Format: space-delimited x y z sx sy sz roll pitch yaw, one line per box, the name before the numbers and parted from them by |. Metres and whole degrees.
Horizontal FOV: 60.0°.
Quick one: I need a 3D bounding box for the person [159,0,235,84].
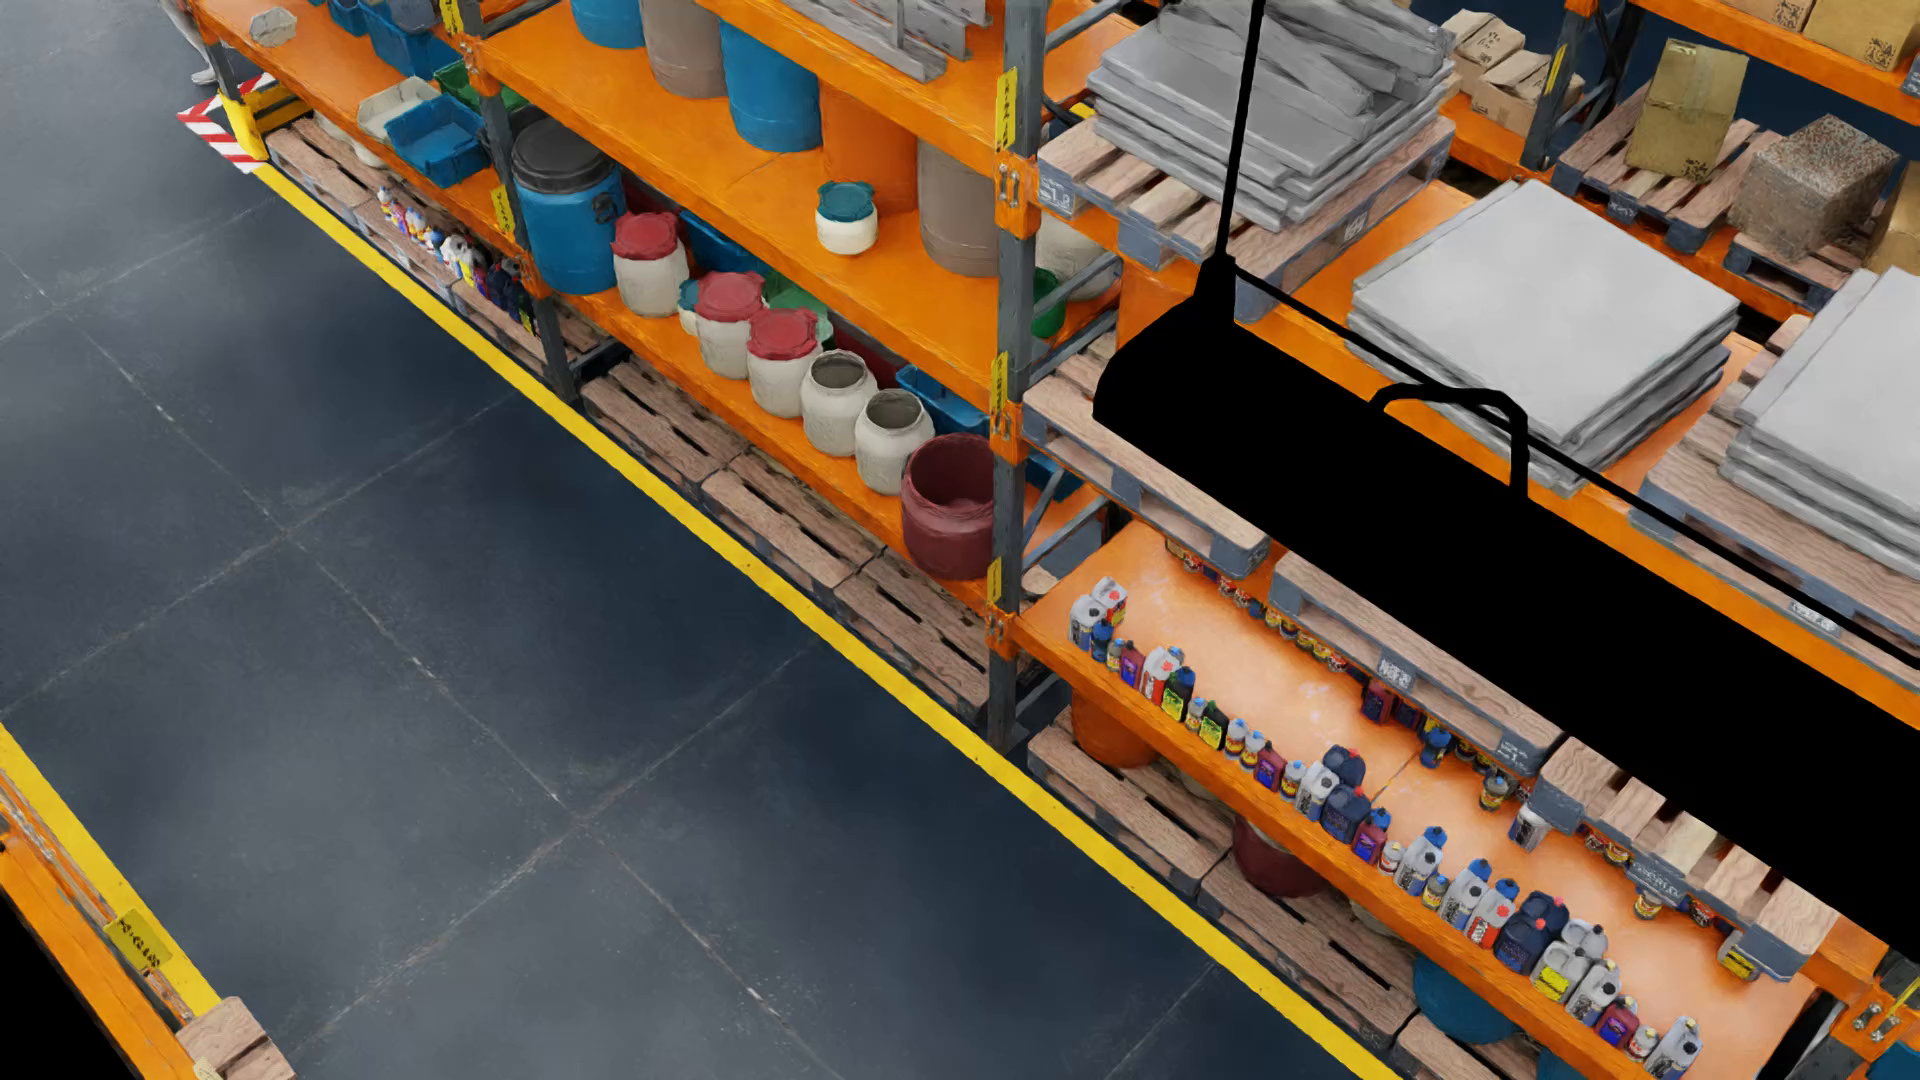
person | -6.085 -4.388 12.919 0.508 1.739 0.712 -12 51 -10
